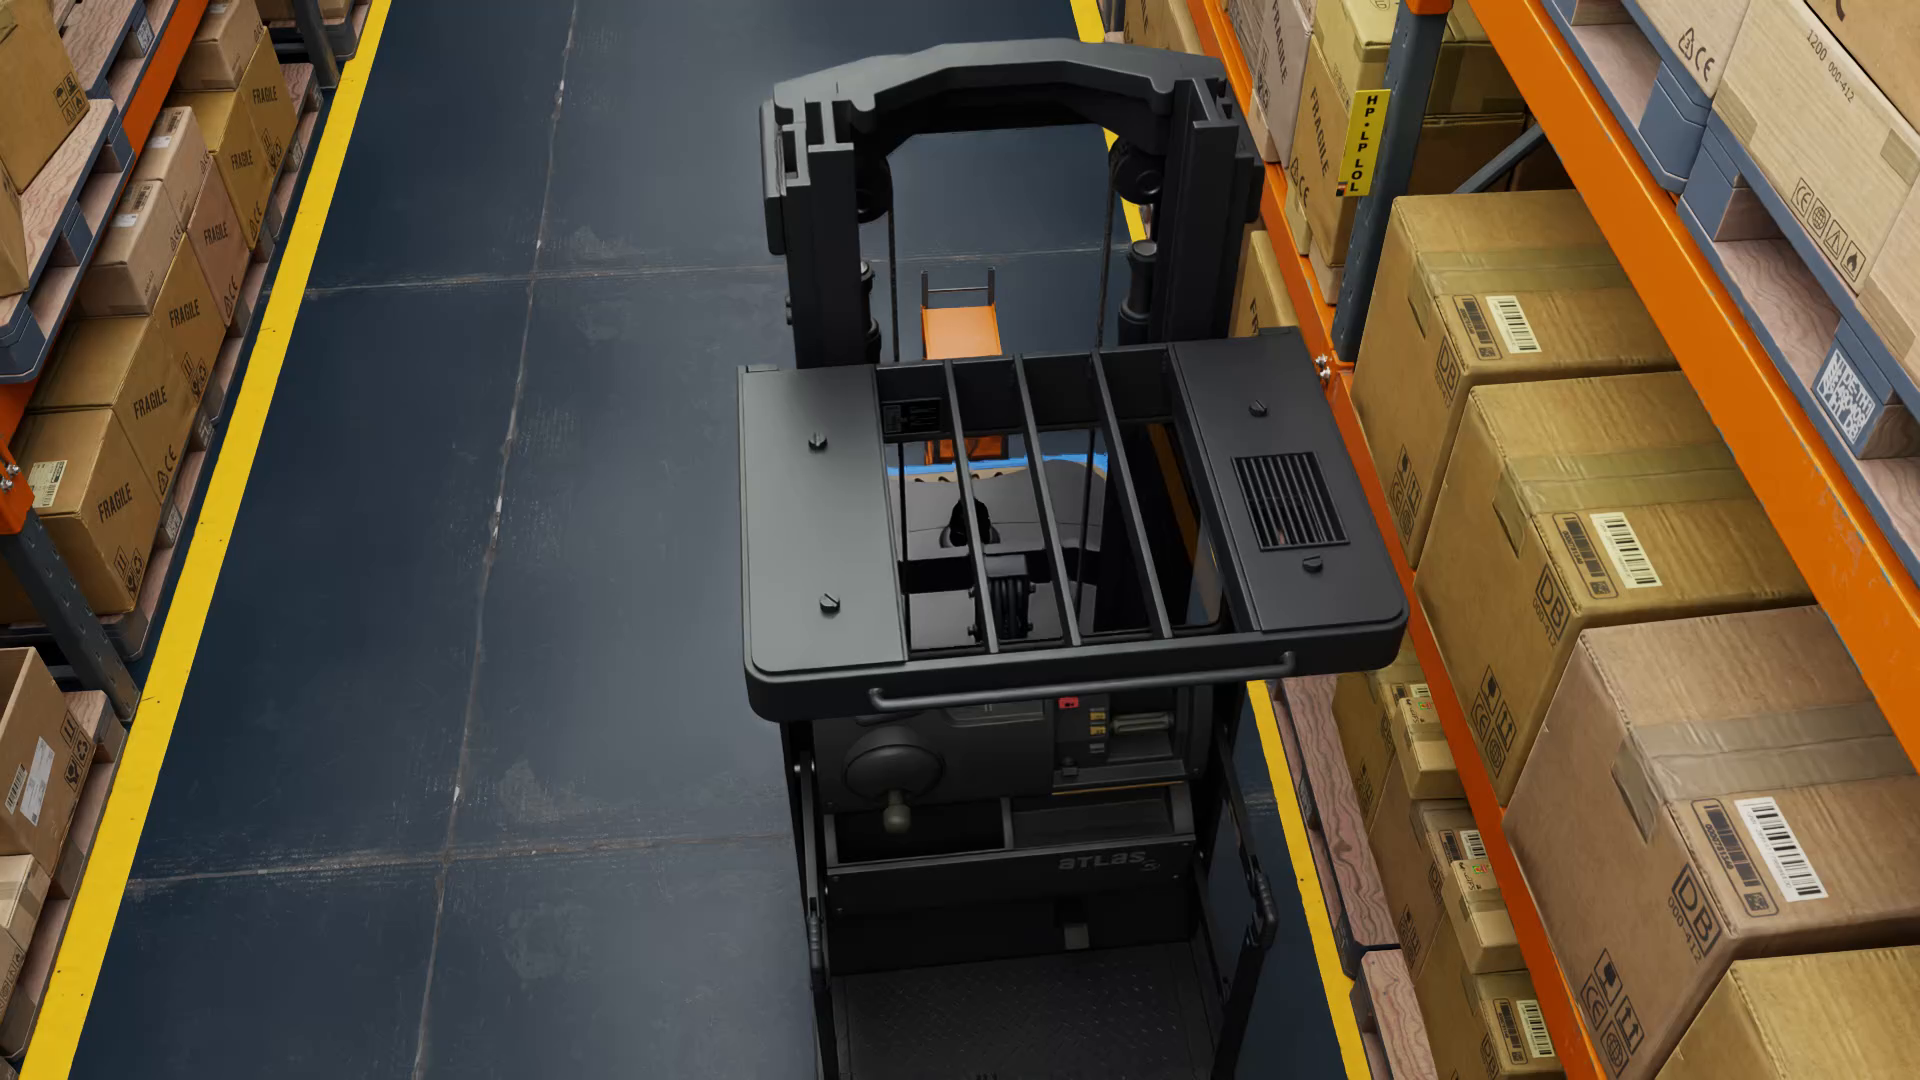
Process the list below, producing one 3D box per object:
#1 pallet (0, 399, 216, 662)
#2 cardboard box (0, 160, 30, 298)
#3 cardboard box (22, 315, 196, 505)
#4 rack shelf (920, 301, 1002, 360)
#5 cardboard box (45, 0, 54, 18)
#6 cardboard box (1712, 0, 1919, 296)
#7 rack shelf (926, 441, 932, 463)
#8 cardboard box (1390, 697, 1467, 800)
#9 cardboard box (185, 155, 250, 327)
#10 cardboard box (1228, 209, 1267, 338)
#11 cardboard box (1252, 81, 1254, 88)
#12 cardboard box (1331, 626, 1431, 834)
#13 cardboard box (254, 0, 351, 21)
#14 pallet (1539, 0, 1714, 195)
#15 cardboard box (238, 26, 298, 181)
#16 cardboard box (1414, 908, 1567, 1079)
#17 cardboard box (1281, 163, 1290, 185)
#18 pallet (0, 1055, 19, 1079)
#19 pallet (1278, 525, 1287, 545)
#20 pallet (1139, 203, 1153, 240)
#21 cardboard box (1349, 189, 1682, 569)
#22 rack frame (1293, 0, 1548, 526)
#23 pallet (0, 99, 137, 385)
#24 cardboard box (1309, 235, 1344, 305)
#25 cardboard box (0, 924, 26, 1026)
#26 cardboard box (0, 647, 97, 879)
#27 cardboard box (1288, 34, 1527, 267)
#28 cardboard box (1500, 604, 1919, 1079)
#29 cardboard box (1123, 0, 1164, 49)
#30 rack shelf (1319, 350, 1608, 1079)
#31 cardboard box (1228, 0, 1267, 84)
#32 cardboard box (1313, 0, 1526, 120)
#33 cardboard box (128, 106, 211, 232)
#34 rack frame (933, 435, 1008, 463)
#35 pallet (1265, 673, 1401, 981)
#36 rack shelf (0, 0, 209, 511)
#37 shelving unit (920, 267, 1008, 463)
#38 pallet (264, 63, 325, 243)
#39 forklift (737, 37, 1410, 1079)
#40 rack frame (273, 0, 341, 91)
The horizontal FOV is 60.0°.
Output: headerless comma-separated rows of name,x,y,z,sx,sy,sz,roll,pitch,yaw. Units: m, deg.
pallet,-3.424,-0.049,6.151,1.003,0.211,1.213,-3,47,-3
cardboard box,-3.135,-0.957,4.732,0.700,0.500,0.500,-18,49,-16
cardboard box,-3.172,-0.464,6.042,0.500,0.500,0.500,-3,47,-3
rack shelf,0.014,-0.563,5.416,0.258,0.148,0.480,-3,47,-3
cardboard box,-3.528,-1.875,5.602,0.700,0.500,0.500,-14,48,-13
cardboard box,1.492,-0.628,2.458,0.500,0.250,0.500,-5,47,-4
rack shelf,0.014,-0.247,5.750,0.258,0.148,0.480,-3,47,-3
cardboard box,1.425,0.573,4.627,0.380,0.149,0.250,-2,47,-2
cardboard box,-3.248,-1.192,6.731,0.500,0.500,0.500,-5,47,-5
cardboard box,1.356,-1.236,6.546,0.750,0.750,0.750,-2,47,-2
cardboard box,1.251,-1.613,5.871,0.380,0.149,0.250,-3,47,-3
cardboard box,1.578,0.537,5.108,0.700,0.500,0.500,-3,47,-3
cardboard box,-3.404,-2.912,8.546,0.500,0.250,0.500,-4,47,-3
pallet,1.676,-1.134,3.253,1.003,0.211,1.213,-3,47,-3
cardboard box,-3.341,-1.945,7.445,0.500,0.500,0.500,-2,47,-2
cardboard box,1.658,1.272,4.412,0.700,0.500,0.500,-3,47,-2
cardboard box,1.286,-1.245,5.522,0.380,0.149,0.250,-2,47,-2
pallet,-3.156,1.919,4.288,1.003,0.211,1.213,-3,47,-3
pallet,1.478,-0.321,6.408,1.003,0.211,1.213,-3,47,-3
pallet,1.373,-1.205,7.246,1.003,0.211,1.213,-3,47,-3
cardboard box,1.647,-0.435,4.390,0.980,0.700,0.700,-3,47,-3
rack frame,1.618,-0.726,4.871,1.000,3.000,0.127,-3,47,-3
pallet,-3.276,-0.941,5.207,1.003,0.211,1.213,-3,47,-3
cardboard box,1.307,-0.874,5.171,0.380,0.149,0.250,-3,47,-3
cardboard box,-2.925,1.289,4.512,0.500,0.311,0.500,-3,47,-3
cardboard box,-2.988,0.681,4.957,0.500,0.500,0.500,-3,47,-3
cardboard box,1.328,-1.188,5.022,0.500,0.500,0.500,-4,47,-4
cardboard box,1.773,0.619,3.391,0.980,0.700,0.700,-6,47,-5
cardboard box,1.214,-2.485,7.729,0.750,0.750,0.750,-4,47,-4
rack shelf,1.785,0.969,3.762,1.077,0.370,4.000,-3,47,-3
cardboard box,1.242,-1.920,5.715,0.500,0.500,0.500,-3,47,-3
cardboard box,1.324,-1.449,4.753,0.500,0.250,0.500,-2,47,-2
cardboard box,-3.242,-1.423,6.434,0.500,0.250,0.500,-4,47,-4
rack frame,0.034,-0.116,5.534,0.240,1.200,0.015,-3,47,-3
pallet,1.603,0.788,5.358,1.003,0.211,1.213,-3,47,-3
rack shelf,-3.486,-1.622,6.215,1.077,0.370,4.000,-3,47,-3
shelving unit,0.014,-0.293,5.701,0.258,1.200,0.503,-3,47,-3
pallet,-3.628,-1.815,7.823,1.003,0.211,1.213,-3,47,-3
forklift,0.151,0.555,3.705,1.130,2.935,3.031,-5,47,-4
rack frame,-3.653,-3.316,7.325,1.000,3.000,0.127,-3,47,-3
